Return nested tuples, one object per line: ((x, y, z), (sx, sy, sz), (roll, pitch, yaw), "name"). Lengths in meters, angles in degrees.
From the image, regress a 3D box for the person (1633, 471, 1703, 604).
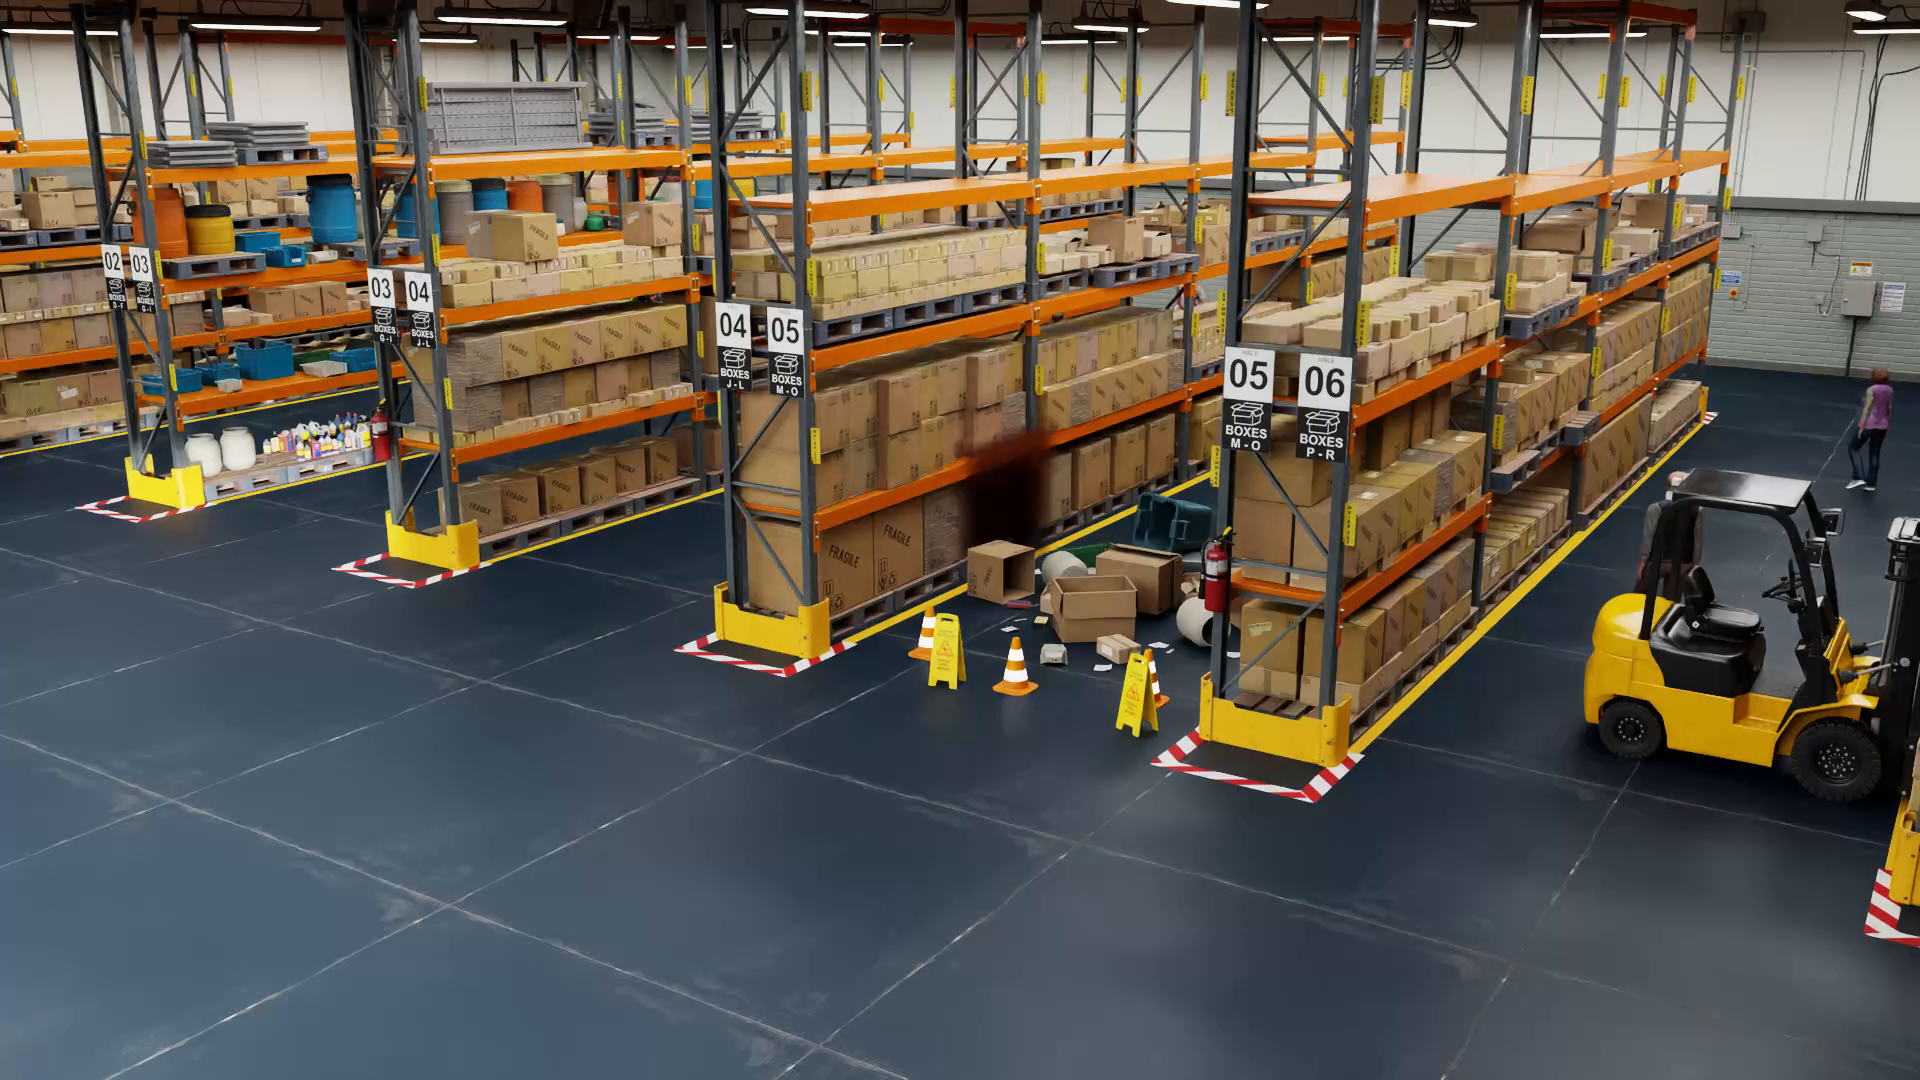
((6.466, 0.235, 15.187), (0.552, 1.740, 0.447), (3, 16, 12), "person")

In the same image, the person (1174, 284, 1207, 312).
((4.247, -4.116, 30.848), (0.697, 1.810, 0.791), (8, 17, 26), "person")

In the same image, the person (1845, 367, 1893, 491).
((11.734, -1.421, 21.376), (0.445, 1.612, 0.372), (-3, 16, -10), "person")

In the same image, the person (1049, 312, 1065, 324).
((1.474, -2.752, 26.011), (0.491, 1.673, 0.479), (-6, 16, -19), "person")
